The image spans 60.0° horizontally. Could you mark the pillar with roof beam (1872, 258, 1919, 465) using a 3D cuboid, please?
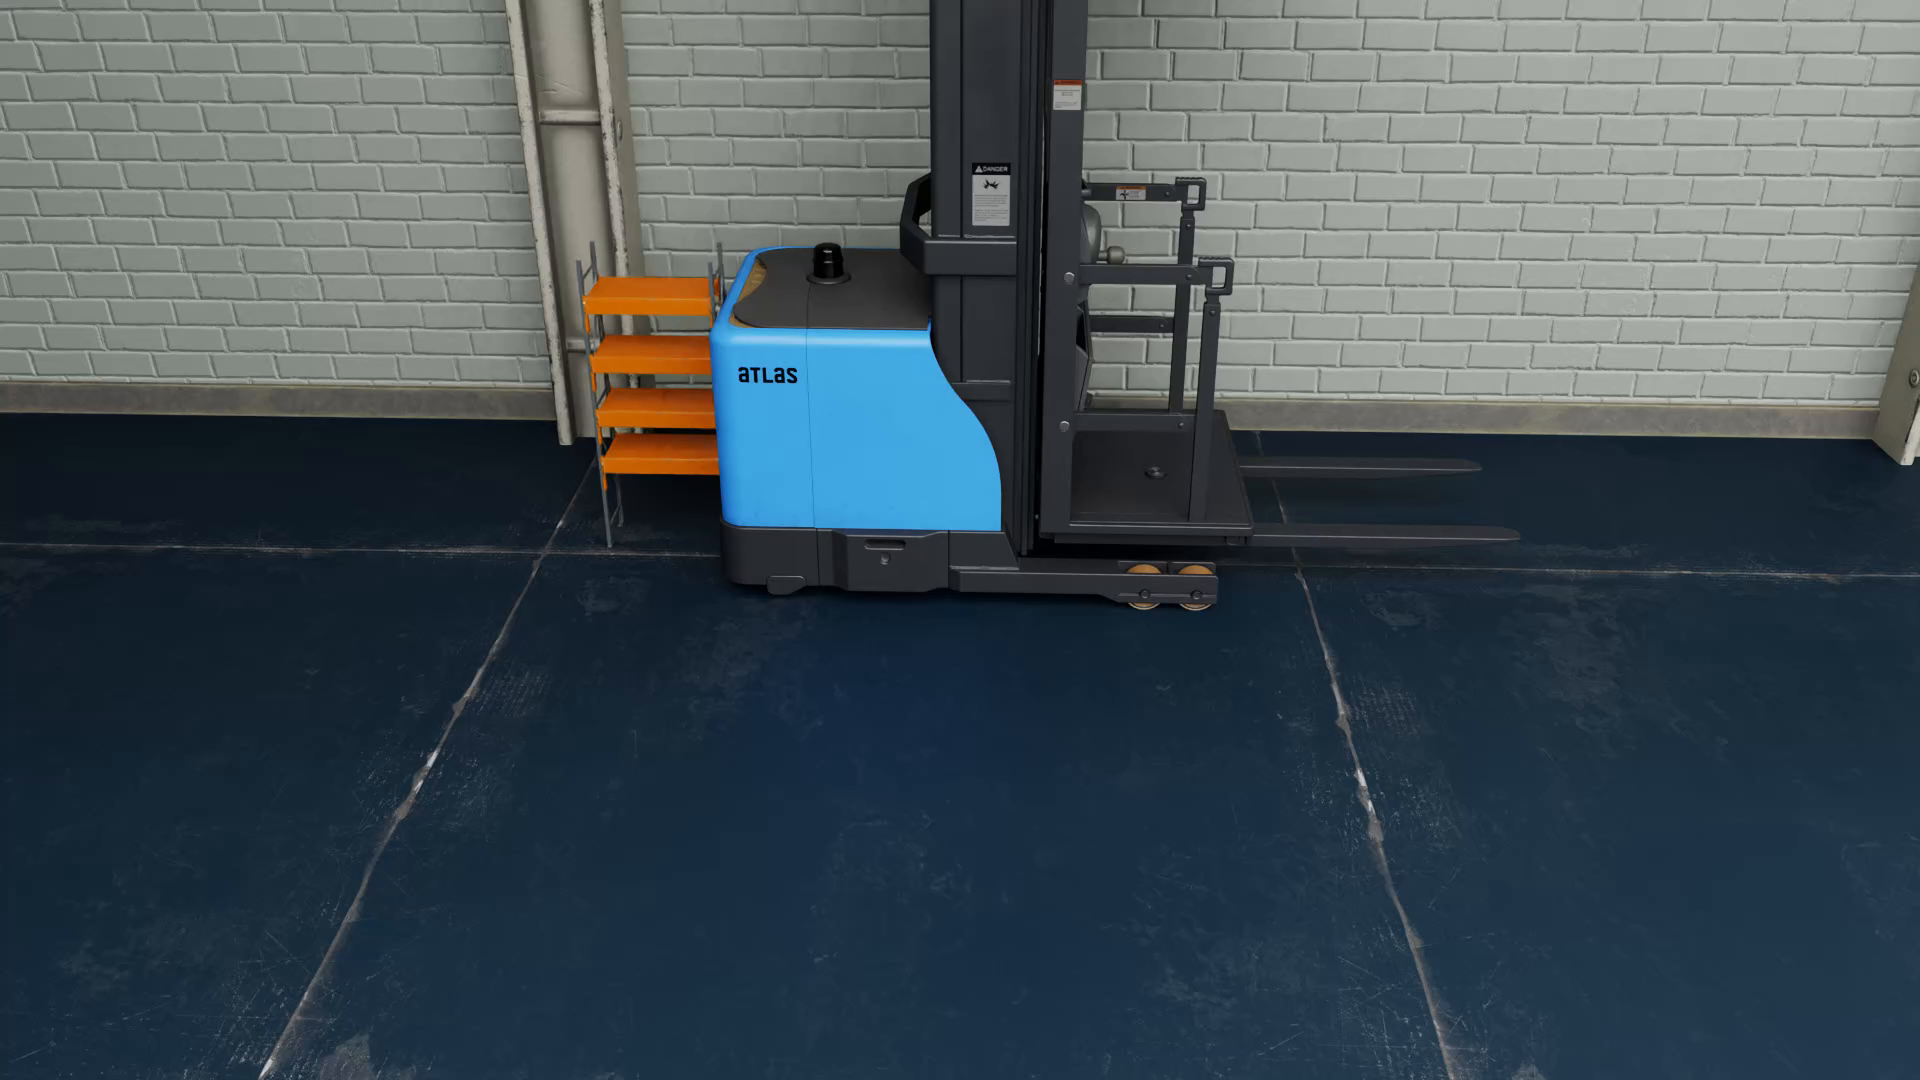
[{"bbox_3d":[4.223,-2.364,1.601,0.400,9.000,9.100,1,28,2],"label":"pillar with roof beam"}]

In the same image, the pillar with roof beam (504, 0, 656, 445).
[{"bbox_3d":[-1.773,-2.463,1.789,0.400,9.000,9.100,1,28,2],"label":"pillar with roof beam"}]

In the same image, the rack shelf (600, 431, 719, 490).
[{"bbox_3d":[-1.161,-0.315,6.630,0.480,0.148,0.258,1,28,2],"label":"rack shelf"}]

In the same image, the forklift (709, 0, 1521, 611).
[{"bbox_3d":[0.622,-1.285,6.044,3.031,2.935,1.130,1,28,2],"label":"forklift"}]

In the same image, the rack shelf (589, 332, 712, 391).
[{"bbox_3d":[-1.161,-0.688,6.432,0.480,0.148,0.258,1,28,2],"label":"rack shelf"}]

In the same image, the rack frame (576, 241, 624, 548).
[{"bbox_3d":[-1.405,-0.554,6.513,0.015,1.200,0.240,1,28,2],"label":"rack frame"}]

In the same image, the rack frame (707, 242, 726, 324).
[{"bbox_3d":[-0.917,-0.546,6.498,0.015,1.200,0.240,1,28,2],"label":"rack frame"}]

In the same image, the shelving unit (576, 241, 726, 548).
[{"bbox_3d":[-1.161,-0.550,6.506,0.503,1.200,0.258,1,28,2],"label":"shelving unit"}]

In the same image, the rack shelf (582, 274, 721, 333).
[{"bbox_3d":[-1.161,-0.897,6.322,0.480,0.148,0.258,1,28,2],"label":"rack shelf"}]

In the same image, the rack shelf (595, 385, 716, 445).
[{"bbox_3d":[-1.161,-0.490,6.537,0.480,0.148,0.258,1,28,2],"label":"rack shelf"}]
